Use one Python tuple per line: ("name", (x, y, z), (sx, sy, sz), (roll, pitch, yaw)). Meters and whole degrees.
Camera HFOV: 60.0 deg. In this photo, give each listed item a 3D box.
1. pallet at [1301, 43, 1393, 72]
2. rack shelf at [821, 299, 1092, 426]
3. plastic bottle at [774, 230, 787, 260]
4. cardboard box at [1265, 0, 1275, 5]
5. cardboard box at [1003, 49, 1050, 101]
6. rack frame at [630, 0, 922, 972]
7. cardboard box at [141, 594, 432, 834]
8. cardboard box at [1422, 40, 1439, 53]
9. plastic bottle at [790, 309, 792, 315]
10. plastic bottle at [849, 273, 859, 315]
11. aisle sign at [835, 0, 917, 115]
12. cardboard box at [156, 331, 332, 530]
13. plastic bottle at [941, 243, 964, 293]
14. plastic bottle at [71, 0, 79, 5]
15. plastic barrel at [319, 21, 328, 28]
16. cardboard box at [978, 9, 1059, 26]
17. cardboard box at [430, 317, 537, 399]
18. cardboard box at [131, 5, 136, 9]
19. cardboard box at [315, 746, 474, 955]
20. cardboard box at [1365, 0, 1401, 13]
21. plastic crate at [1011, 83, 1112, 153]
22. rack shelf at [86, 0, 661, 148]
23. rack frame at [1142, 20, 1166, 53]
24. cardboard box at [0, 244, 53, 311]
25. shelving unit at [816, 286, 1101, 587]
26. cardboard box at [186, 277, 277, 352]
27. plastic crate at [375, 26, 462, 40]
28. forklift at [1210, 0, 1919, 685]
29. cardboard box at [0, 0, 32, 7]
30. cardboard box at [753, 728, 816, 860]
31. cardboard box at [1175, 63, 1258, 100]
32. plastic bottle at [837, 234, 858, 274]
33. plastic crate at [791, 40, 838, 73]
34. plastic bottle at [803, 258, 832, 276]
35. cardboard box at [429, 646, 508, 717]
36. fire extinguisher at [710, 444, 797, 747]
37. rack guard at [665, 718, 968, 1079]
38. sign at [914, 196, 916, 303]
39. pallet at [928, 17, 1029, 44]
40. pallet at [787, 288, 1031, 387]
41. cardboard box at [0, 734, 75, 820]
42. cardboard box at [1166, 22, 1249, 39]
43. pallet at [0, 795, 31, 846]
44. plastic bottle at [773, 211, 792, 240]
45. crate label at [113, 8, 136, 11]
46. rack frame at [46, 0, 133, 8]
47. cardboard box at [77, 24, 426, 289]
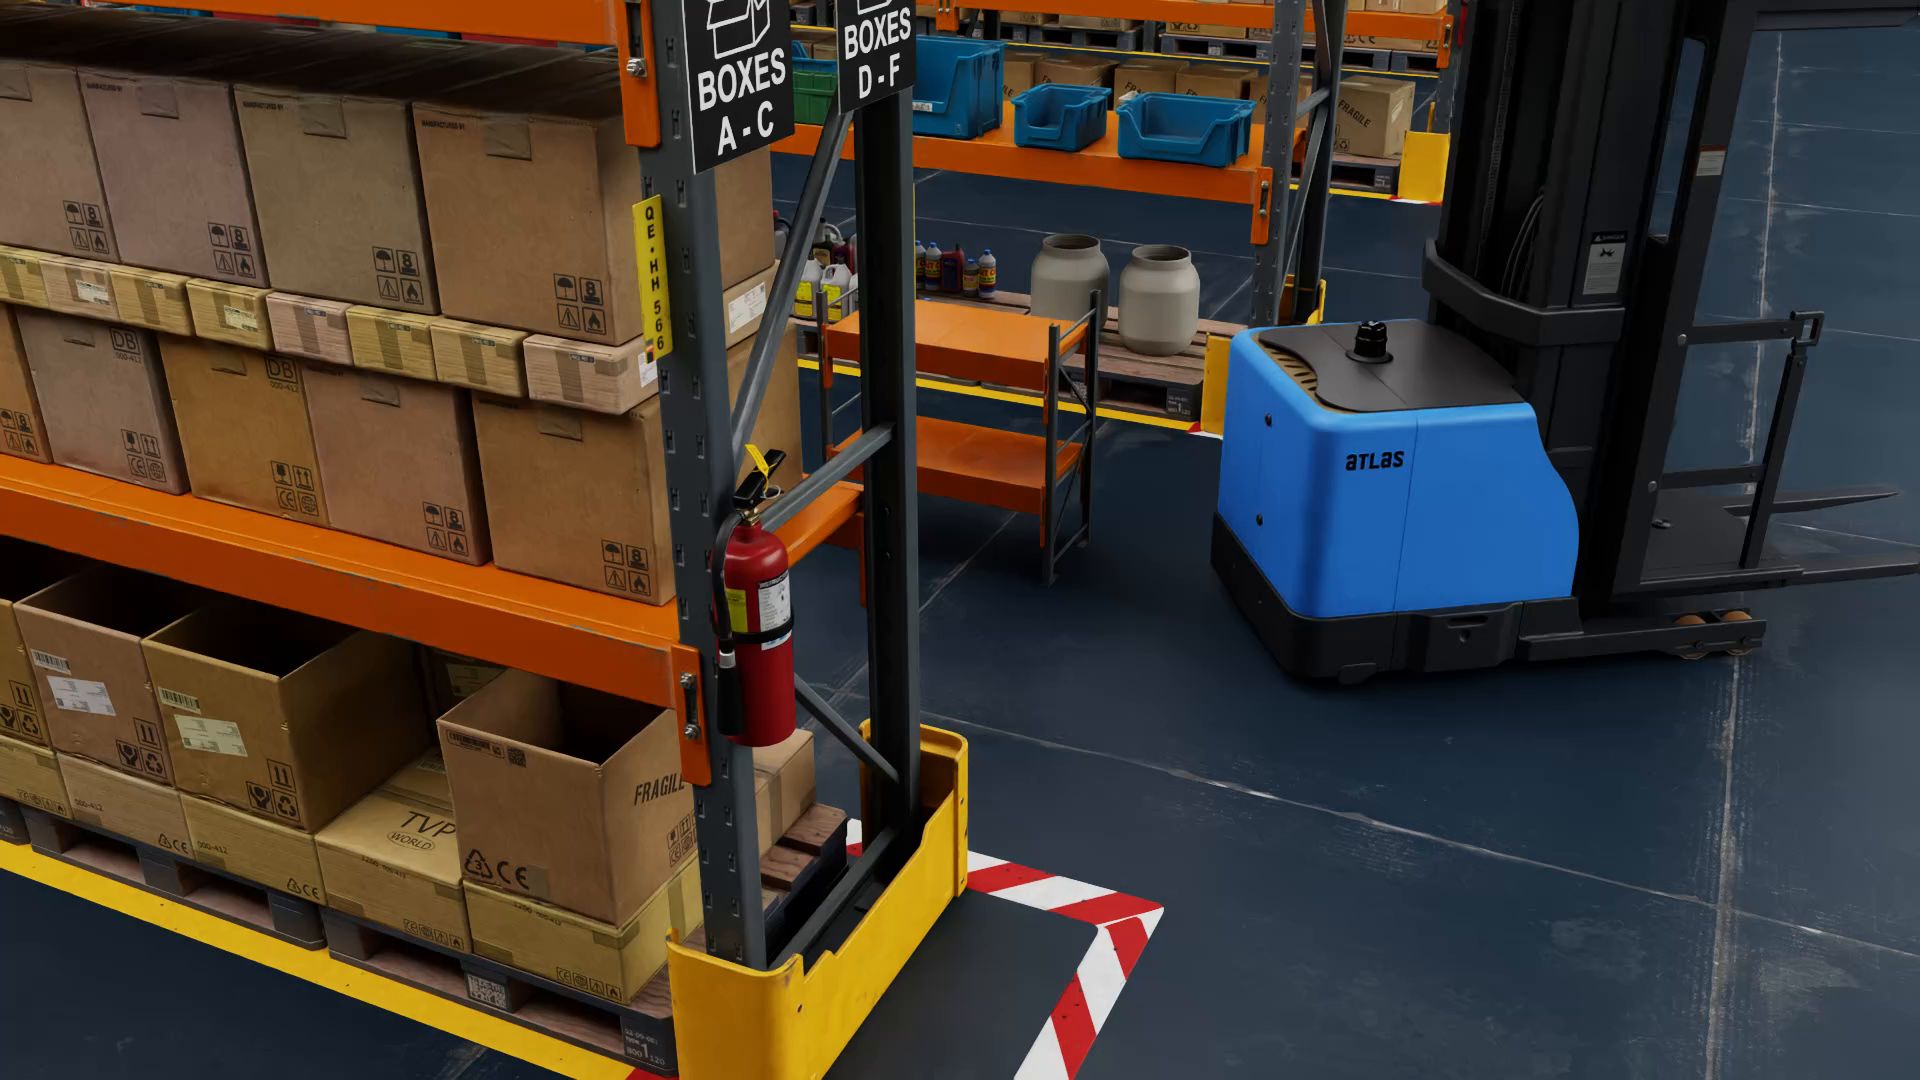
("pallet", (4.006, -5.157, 17.486), (1.213, 0.211, 1.003), (11, 28, 22))
("rack shelf", (-0.006, -0.768, 6.875), (1.000, 0.278, 0.538), (11, 28, 22))
("plastic bottle", (-1.121, -1.708, 9.909), (0.135, 0.276, 0.152), (11, 28, 22))
("cardboard box", (2.475, -4.136, 12.539), (0.250, 0.149, 0.380), (11, 28, 22))
("cardboard box", (0.434, -3.803, 13.933), (0.500, 0.500, 0.500), (10, 28, 20))
("rack frame", (-0.376, -0.112, 4.081), (0.127, 3.000, 1.000), (11, 28, 22))
("cardboard box", (-1.904, 0.442, 4.745), (0.500, 0.500, 0.500), (11, 28, 22))
("cardboard box", (5.229, -5.403, 16.757), (0.875, 0.875, 0.875), (12, 28, 22))
("plastic bottle", (-0.980, -1.366, 9.298), (0.097, 0.201, 0.097), (0, 26, 0))
("plastic bottle", (-0.520, -1.320, 9.121), (0.135, 0.276, 0.152), (11, 28, 20))
("aisle sign", (-0.189, -1.389, 3.732), (0.004, 0.787, 0.394), (11, 28, 22))
("cardboard box", (-1.725, -0.434, 4.623), (0.500, 0.500, 0.700), (12, 28, 22))
("plastic bottle", (-0.042, -1.587, 9.654), (0.133, 0.283, 0.061), (12, 29, 23))
("plastic bottle", (-6.286, -3.803, 11.720), (0.135, 0.276, 0.152), (11, 28, 22))
("plastic barrel", (-4.196, -3.436, 10.707), (0.421, 0.512, 0.421), (0, 26, 0))
("cardboard box", (0.753, -6.236, 18.591), (0.750, 0.750, 1.050), (11, 28, 22))
("cardboard box", (-1.041, -0.488, 3.998), (0.250, 0.149, 0.380), (12, 29, 23))
("cardboard box", (-8.582, -5.841, 17.647), (0.875, 0.875, 0.875), (11, 28, 22))
("cardboard box", (-1.446, 0.868, 4.729), (0.500, 0.250, 0.500), (11, 28, 22))
("cardboard box", (3.156, -3.996, 12.256), (0.250, 0.149, 0.380), (11, 28, 22))
("plastic crate", (0.510, -2.128, 8.345), (0.408, 0.251, 0.499), (11, 28, 22))
("rack shelf", (-2.196, -1.500, 4.320), (4.000, 0.370, 1.077), (11, 28, 22))
("rack frame", (2.232, -6.801, 17.668), (0.127, 3.000, 1.000), (11, 28, 22))
("cardboard box", (-2.441, -0.770, 4.571), (0.250, 0.149, 0.380), (11, 28, 21))
("shelving unit", (-0.006, -0.506, 7.004), (1.048, 1.125, 0.538), (11, 28, 22))
("cardboard box", (-1.742, -0.629, 4.285), (0.250, 0.149, 0.380), (12, 29, 23))
("plastic crate", (-3.096, -2.903, 9.769), (0.575, 0.384, 0.392), (11, 28, 22))
("forklift", (2.604, -1.084, 6.134), (3.031, 2.935, 1.130), (-4, 27, -9))
("cardboard box", (-3.150, -1.299, 4.911), (0.500, 0.500, 0.700), (11, 28, 22))
("cardboard box", (-0.772, 0.746, 4.976), (0.500, 0.250, 0.500), (11, 28, 22))
("cardboard box", (2.046, -3.500, 13.317), (0.500, 0.500, 0.500), (14, 30, 27))
("plastic bottle", (-0.643, -1.682, 9.856), (0.135, 0.276, 0.152), (12, 29, 23))
("plastic crate", (-0.843, -2.674, 9.454), (0.616, 0.251, 0.499), (11, 28, 22))
("plastic bottle", (-0.803, -1.447, 9.378), (0.135, 0.276, 0.152), (11, 28, 22))
("cardboard box", (-1.228, 0.319, 4.995), (0.500, 0.500, 0.500), (11, 28, 22))
("fire extinguisher", (-0.461, 0.132, 3.675), (0.183, 0.674, 0.296), (11, 28, 22))
("rack guard", (-0.354, 1.014, 4.624), (0.348, 0.500, 1.175), (11, 28, 22))
("sign", (-0.141, -0.758, 4.323), (0.005, 0.325, 0.100), (11, 28, 22))
("pallet", (0.384, -5.884, 18.961), (1.213, 0.211, 1.003), (11, 28, 22))
("pallet", (-0.255, -1.221, 9.491), (1.213, 0.211, 1.003), (11, 28, 22))
("cardboard box", (-2.814, 0.596, 5.281), (0.500, 0.250, 0.500), (11, 28, 22))
("cardboard box", (2.776, -5.893, 17.754), (0.875, 0.875, 0.875), (12, 29, 23))
("pallet", (-3.311, 0.570, 5.853), (1.213, 0.211, 1.003), (11, 28, 22))
("plastic bottle", (-1.083, -1.806, 10.023), (0.185, 0.351, 0.144), (10, 28, 19))
("crate label", (-5.376, -3.262, 10.670), (0.416, 0.233, 0.303), (11, 28, 22))
("rack frame", (-5.605, -3.565, 11.096), (0.127, 3.000, 1.000), (11, 28, 22))
("cardboard box", (-1.784, -1.024, 4.353), (0.500, 0.500, 0.700), (11, 28, 22))
